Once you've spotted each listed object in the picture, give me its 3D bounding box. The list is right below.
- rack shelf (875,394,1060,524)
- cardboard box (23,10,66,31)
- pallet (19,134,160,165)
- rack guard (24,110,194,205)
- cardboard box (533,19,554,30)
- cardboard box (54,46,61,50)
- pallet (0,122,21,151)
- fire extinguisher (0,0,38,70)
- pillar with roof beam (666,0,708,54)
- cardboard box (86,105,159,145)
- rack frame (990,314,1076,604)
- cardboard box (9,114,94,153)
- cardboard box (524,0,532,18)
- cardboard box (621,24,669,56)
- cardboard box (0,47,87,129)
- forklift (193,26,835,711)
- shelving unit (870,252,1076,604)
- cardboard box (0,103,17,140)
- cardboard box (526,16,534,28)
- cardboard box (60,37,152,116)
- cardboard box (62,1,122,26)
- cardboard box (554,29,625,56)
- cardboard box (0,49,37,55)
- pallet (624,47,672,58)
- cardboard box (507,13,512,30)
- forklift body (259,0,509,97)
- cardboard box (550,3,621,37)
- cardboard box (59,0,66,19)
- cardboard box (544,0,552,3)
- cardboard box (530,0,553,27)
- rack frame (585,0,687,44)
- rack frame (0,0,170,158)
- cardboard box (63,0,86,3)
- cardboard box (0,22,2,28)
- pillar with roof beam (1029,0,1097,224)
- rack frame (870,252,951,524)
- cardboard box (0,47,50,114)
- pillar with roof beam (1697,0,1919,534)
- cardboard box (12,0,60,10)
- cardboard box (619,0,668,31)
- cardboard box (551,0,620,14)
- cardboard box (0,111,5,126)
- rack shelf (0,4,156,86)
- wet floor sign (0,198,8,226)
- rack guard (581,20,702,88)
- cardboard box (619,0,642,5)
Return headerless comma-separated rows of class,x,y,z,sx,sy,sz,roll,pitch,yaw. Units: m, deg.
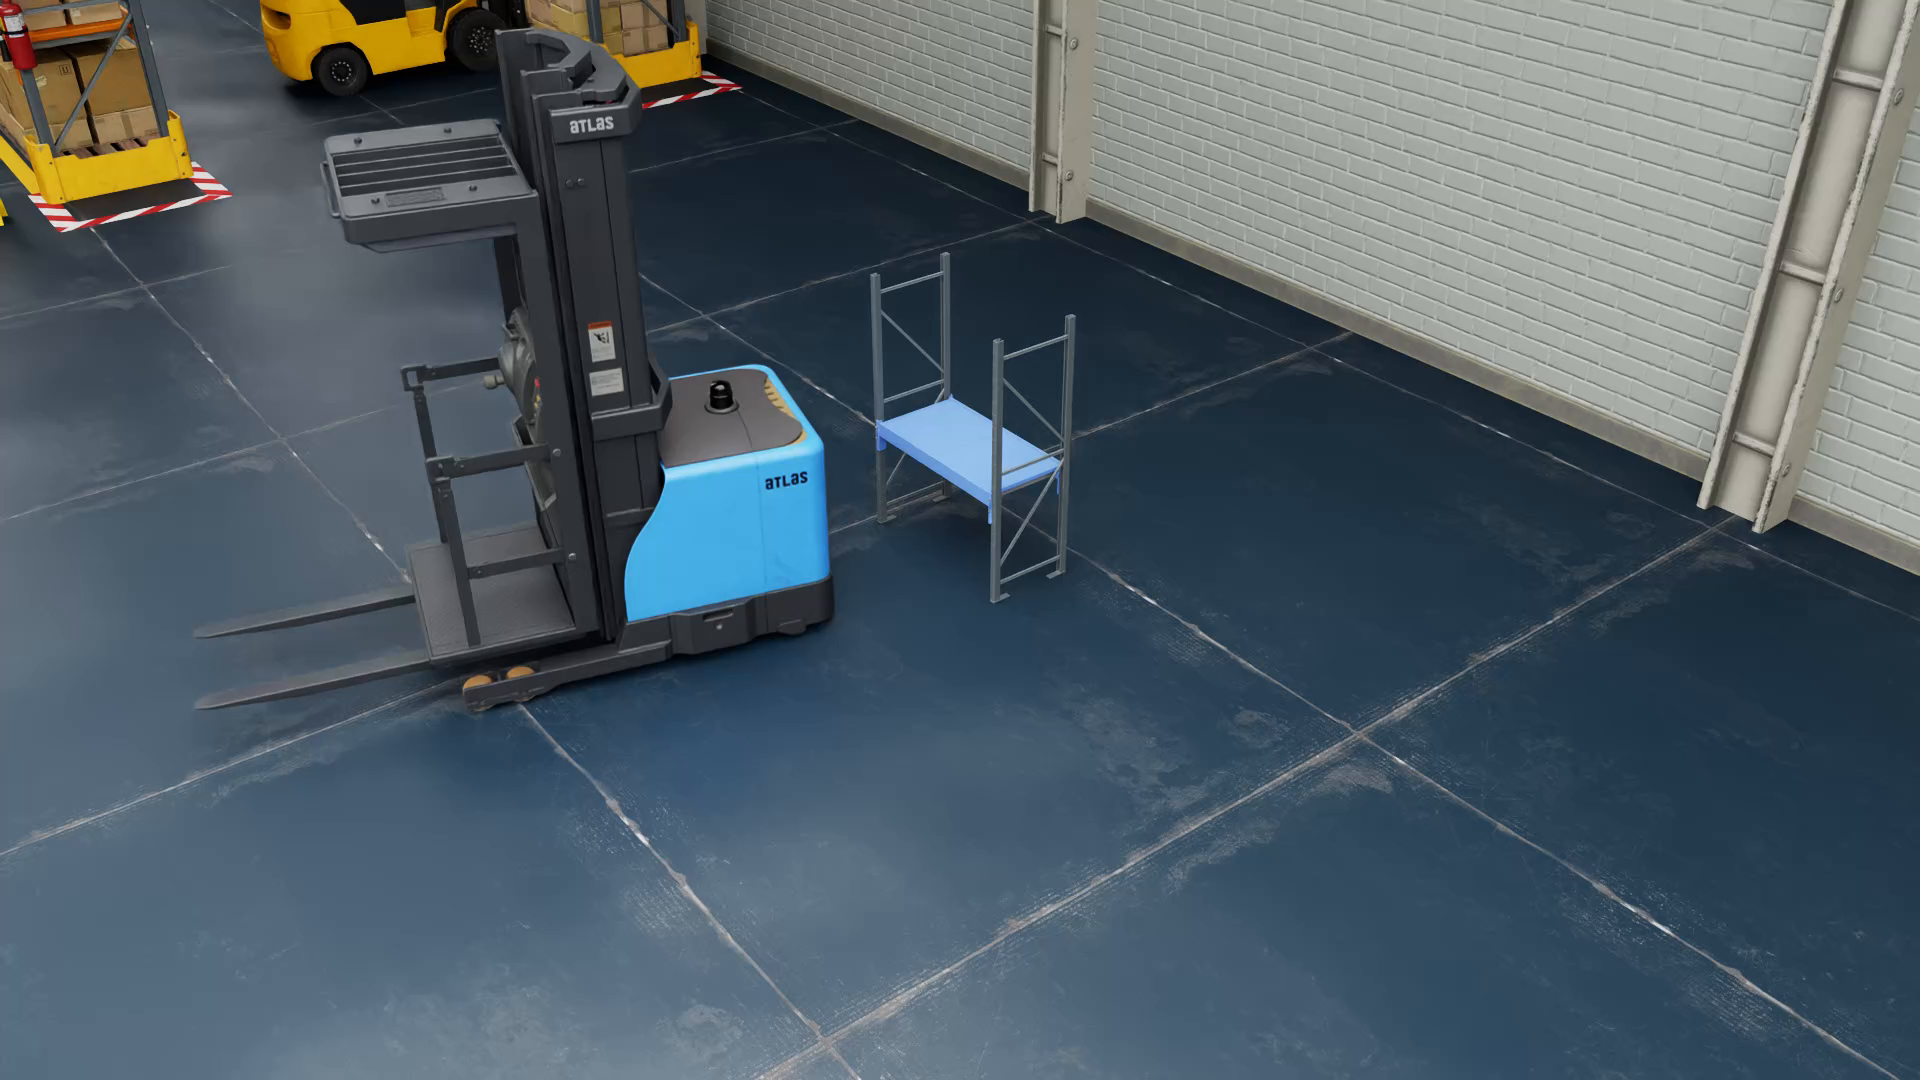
rack shelf,0.052,-0.449,8.892,0.538,0.185,1.000,-22,38,-31
cardboard box,-7.481,-4.232,13.459,0.380,0.149,0.250,-21,37,-30
pallet,-7.600,-3.449,14.604,1.003,0.211,1.213,-22,38,-31
rack guard,-7.130,-3.222,13.964,1.175,0.500,0.348,-22,38,-31
cardboard box,-3.999,-5.174,16.946,0.500,0.250,0.500,-22,38,-31
cardboard box,-7.698,-4.233,14.720,0.500,0.500,0.500,-24,39,-33
pallet,-8.344,-3.957,15.422,1.003,0.211,1.213,-22,38,-31
fire extinguisher,-7.377,-4.023,12.957,0.296,0.674,0.183,-22,38,-31
pillar with roof beam,-6.280,-7.597,12.953,9.100,9.000,0.400,-22,38,-31
cardboard box,-7.359,-3.688,14.553,0.500,0.250,0.500,-23,38,-32
rack frame,0.364,-0.390,8.456,0.500,1.500,0.032,-22,38,-31
cardboard box,-7.806,-3.522,14.286,0.500,0.250,0.500,-22,38,-32
cardboard box,-4.342,-5.605,17.166,0.500,0.250,0.500,-23,39,-32
cardboard box,-3.311,-5.138,16.888,0.500,0.250,0.500,-22,38,-31
cardboard box,-7.780,-3.831,14.072,0.500,0.500,0.500,-22,38,-31
forklift,-2.212,-0.746,7.674,3.031,2.935,1.130,-12,34,-19
shelving unit,0.052,-0.602,8.797,0.538,1.500,1.048,-22,38,-31
cardboard box,-8.103,-3.731,14.622,0.500,0.250,0.500,-22,38,-31
cardboard box,-4.299,-5.385,17.286,0.500,0.250,0.500,-22,38,-31
cardboard box,-7.374,-4.017,14.371,0.500,0.500,0.500,-24,39,-33
cardboard box,-7.128,-4.354,13.656,0.380,0.149,0.250,-22,38,-31
cardboard box,-3.702,-4.964,16.607,0.500,0.250,0.500,-22,38,-31
cardboard box,-8.058,-4.237,14.112,0.380,0.149,0.250,-21,38,-30
pallet,-3.666,-4.980,17.069,1.003,0.211,1.213,-22,38,-31
cardboard box,-4.635,-5.595,17.623,0.500,0.250,0.500,-21,38,-30
forklift body,-5.768,-5.699,16.388,2.313,2.155,1.214,-22,38,-31
cardboard box,-3.710,-5.184,16.488,0.500,0.250,0.500,-23,38,-32
cardboard box,-7.294,-4.455,13.817,0.380,0.149,0.250,-22,38,-31
cardboard box,-4.011,-5.597,16.679,0.500,0.250,0.500,-22,38,-31
cardboard box,-4.009,-5.397,16.830,0.500,0.250,0.500,-23,38,-32
rack frame,-3.164,-5.860,15.842,1.000,3.000,0.127,-22,38,-31
rack frame,-7.083,-4.252,13.253,1.000,3.000,0.127,-22,38,-31
cardboard box,-7.154,-4.708,13.611,0.500,0.500,0.500,-23,39,-32
cardboard box,-7.724,-4.302,13.571,0.380,0.149,0.250,-23,38,-32
pillar with roof beam,-2.601,-5.097,8.927,9.100,9.000,0.400,-22,38,-31
rack frame,-0.259,-0.813,9.138,0.500,1.500,0.032,-22,38,-31
cardboard box,-8.103,-4.047,14.420,0.500,0.500,0.500,-21,37,-30
pillar with roof beam,1.079,-2.596,4.901,9.100,9.000,0.400,-22,38,-31
cardboard box,-7.633,-4.558,13.369,0.500,0.500,0.500,-23,39,-32
cardboard box,-3.289,-5.346,16.748,0.500,0.250,0.500,-21,38,-31
cardboard box,-3.693,-5.386,16.339,0.500,0.250,0.500,-21,37,-30
cardboard box,-8.428,-3.947,14.970,0.500,0.250,0.500,-24,39,-33
rack shelf,-8.309,-4.780,14.785,1.077,0.370,4.000,-22,38,-31
wet floor sign,-7.812,-2.827,13.190,0.267,0.644,0.232,-10,33,-15
rack guard,-3.150,-4.788,16.485,1.175,0.500,0.348,-22,38,-31
cardboard box,-3.310,-5.556,16.614,0.500,0.250,0.500,-23,39,-32
